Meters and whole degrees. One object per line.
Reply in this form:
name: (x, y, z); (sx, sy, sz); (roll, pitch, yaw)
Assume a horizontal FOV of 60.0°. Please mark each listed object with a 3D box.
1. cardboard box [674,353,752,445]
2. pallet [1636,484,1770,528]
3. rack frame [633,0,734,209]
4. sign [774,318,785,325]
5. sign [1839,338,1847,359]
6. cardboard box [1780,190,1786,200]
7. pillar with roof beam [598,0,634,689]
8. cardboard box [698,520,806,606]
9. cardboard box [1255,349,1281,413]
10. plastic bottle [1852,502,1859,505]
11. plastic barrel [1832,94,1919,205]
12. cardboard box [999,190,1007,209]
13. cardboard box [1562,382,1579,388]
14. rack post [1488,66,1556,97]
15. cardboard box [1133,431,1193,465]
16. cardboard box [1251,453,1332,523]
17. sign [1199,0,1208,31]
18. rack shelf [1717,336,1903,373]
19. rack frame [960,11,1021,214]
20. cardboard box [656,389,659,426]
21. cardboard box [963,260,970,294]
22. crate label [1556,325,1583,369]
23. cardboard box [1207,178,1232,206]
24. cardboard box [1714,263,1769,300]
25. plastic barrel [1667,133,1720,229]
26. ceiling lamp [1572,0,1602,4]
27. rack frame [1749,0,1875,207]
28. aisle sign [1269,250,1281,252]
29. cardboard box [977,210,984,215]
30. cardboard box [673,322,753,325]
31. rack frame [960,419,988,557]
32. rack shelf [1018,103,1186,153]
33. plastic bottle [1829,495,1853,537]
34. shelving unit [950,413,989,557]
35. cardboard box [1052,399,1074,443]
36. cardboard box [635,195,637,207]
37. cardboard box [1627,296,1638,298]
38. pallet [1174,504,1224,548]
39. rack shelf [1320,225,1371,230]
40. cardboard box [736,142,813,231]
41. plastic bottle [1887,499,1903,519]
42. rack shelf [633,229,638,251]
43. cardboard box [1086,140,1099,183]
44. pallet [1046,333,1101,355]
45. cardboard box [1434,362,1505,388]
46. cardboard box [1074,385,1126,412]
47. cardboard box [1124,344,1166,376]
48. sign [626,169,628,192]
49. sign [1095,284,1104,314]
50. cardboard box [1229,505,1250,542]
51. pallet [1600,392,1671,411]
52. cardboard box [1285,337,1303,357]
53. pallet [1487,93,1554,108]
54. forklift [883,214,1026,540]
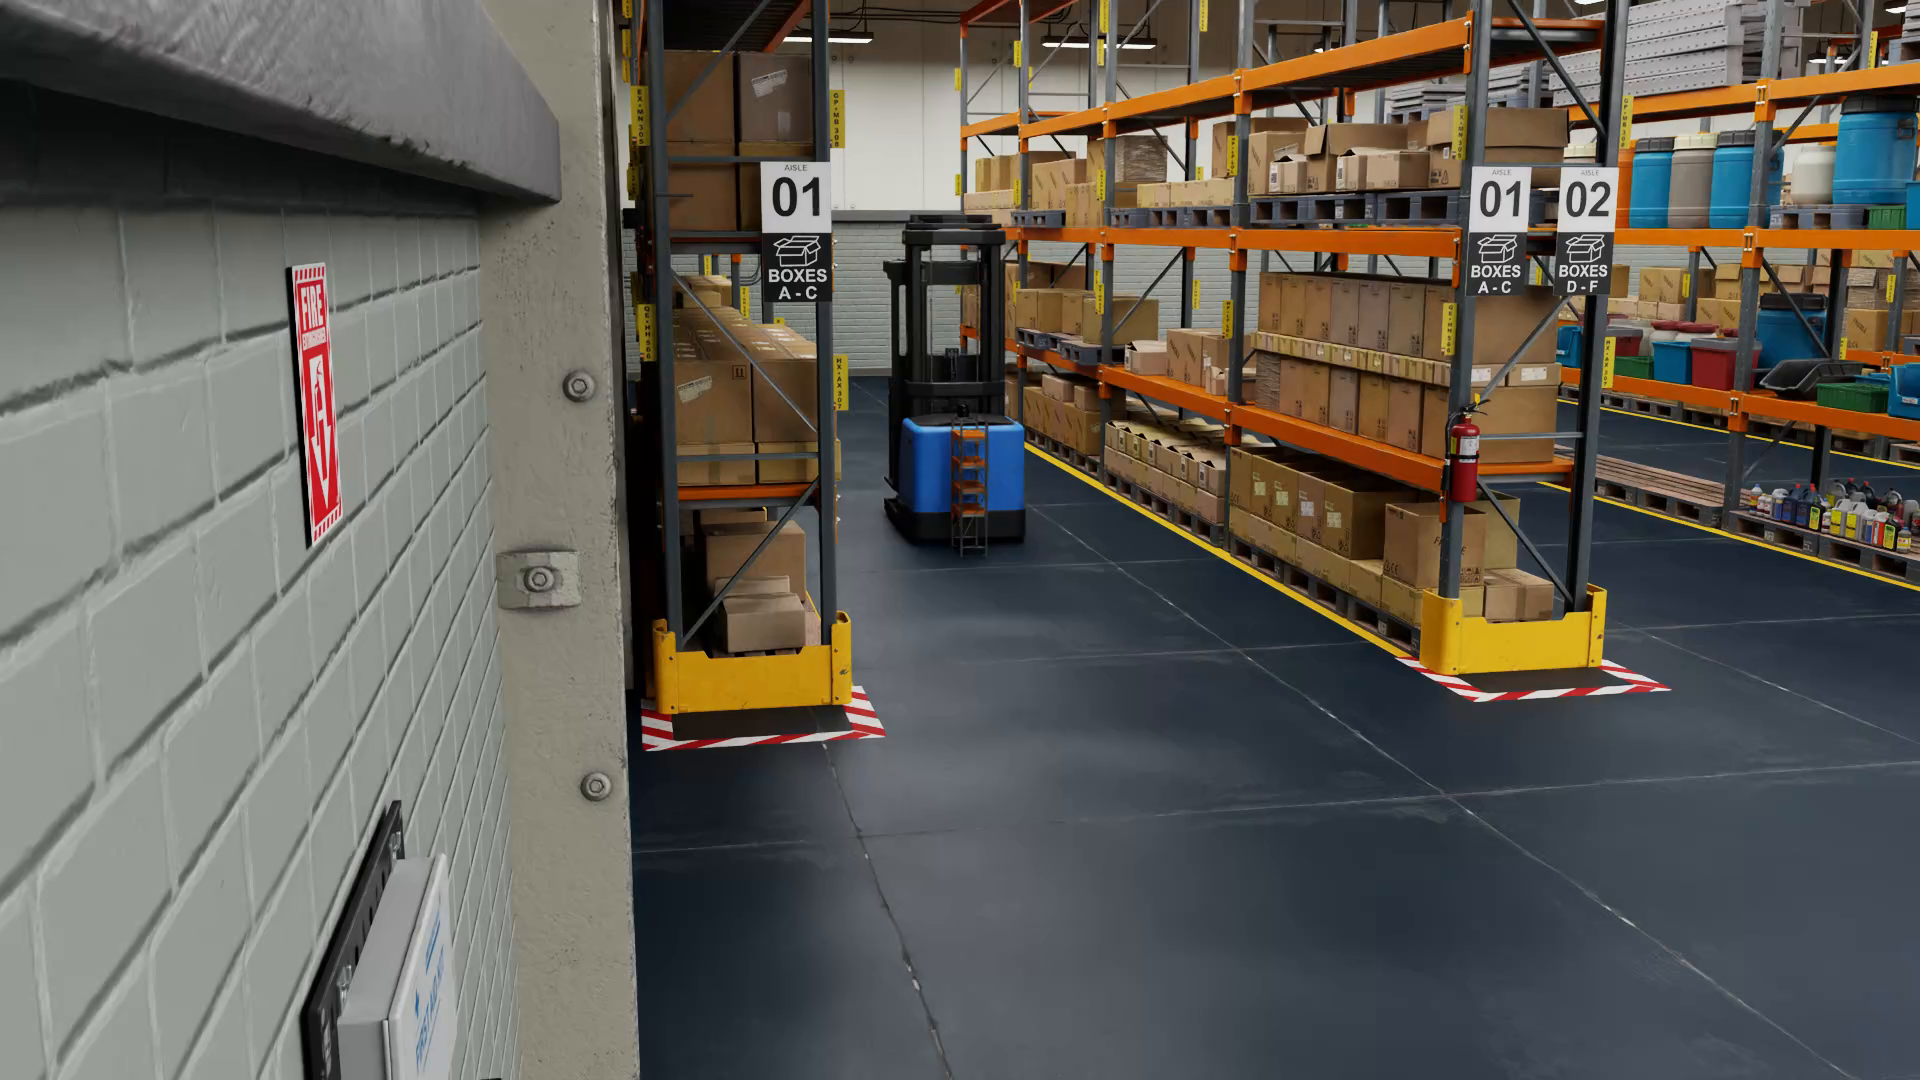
cardboard box: (-1.539, -0.863, 10.101); (0.500, 0.500, 0.500); (-2, 11, -12)
pallet: (7.510, -0.346, 16.503); (1.003, 0.211, 1.213); (-2, 11, -11)
rack frame: (-2.795, -4.894, 16.894); (1.000, 3.000, 0.127); (-2, 11, -11)
sign: (-1.486, -1.659, 13.630); (0.100, 0.325, 0.005); (-2, 11, -11)
sign: (8.243, -1.727, 15.562); (0.100, 0.325, 0.005); (-2, 11, -11)
cardboard box: (11.128, -4.652, 22.762); (0.500, 0.311, 0.500); (-3, 11, -13)
pillar with roof beam: (1.999, -3.680, 10.517); (9.100, 9.000, 0.400); (-2, 11, -11)
cardboard box: (-1.490, 0.161, 11.888); (0.700, 0.500, 0.500); (-3, 11, -15)
cardboard box: (2.934, -1.362, 14.114); (0.700, 0.500, 0.500); (-2, 11, -12)
plastic bottle: (7.711, -0.186, 14.310); (0.152, 0.276, 0.135); (-2, 11, -11)
plastic barrel: (7.789, -3.313, 14.147); (0.600, 0.901, 0.708); (-2, 11, -11)
cardboard box: (0.831, -4.678, 22.845); (0.500, 0.250, 0.500); (-2, 11, -11)
cardboard box: (10.428, -3.002, 27.561); (0.875, 0.875, 0.875); (-2, 11, -11)
rack post: (6.742, -5.348, 19.484); (0.954, 0.300, 0.937); (-2, 11, -11)
cardboard box: (2.085, -0.962, 17.013); (0.500, 0.311, 0.500); (-2, 11, -13)
cardboard box: (2.729, -0.430, 13.711); (0.500, 0.500, 0.500); (-2, 11, -11)
sign: (2.607, -5.632, 17.851); (0.100, 0.325, 0.005); (-2, 11, -11)
rack shelf: (11.392, -2.500, 22.288); (1.077, 0.370, 4.000); (-2, 11, -11)
rack frame: (0.507, -6.542, 25.553); (1.000, 3.000, 0.127); (-2, 11, -11)
cardboard box: (-2.136, -1.055, 13.118); (0.500, 0.250, 0.500); (-2, 11, -10)
cardboard box: (0.335, -4.044, 25.533); (0.500, 0.500, 0.500); (-2, 11, -9)
crate label: (6.851, -2.132, 18.335); (0.502, 0.435, 0.616); (-2, 11, -11)
cardboard box: (2.621, -3.214, 15.369); (0.500, 0.250, 0.500); (-3, 11, -17)
cardboard box: (11.136, -3.646, 23.431); (0.797, 0.503, 0.637); (-2, 11, -12)
plastic barrel: (7.262, -3.498, 16.244); (0.600, 0.901, 0.600); (0, 11, 0)
ceiling lamp: (9.053, -8.804, 21.826); (0.800, 3.185, 2.000); (-2, 11, -11)
rack frame: (7.701, -4.520, 14.932); (1.000, 3.000, 0.127); (-2, 11, -11)
aisle sign: (5.062, -5.054, 26.826); (0.394, 0.787, 0.004); (-2, 11, -11)
cardboard box: (0.541, -4.707, 24.338); (0.500, 0.250, 0.500); (-2, 11, -11)
cardboard box: (-2.083, -1.573, 14.047); (0.700, 0.500, 0.500); (-2, 11, -11)
rack frame: (0.121, -0.443, 14.370); (0.240, 1.200, 0.015); (-2, 11, -9)
rack shelf: (1.674, -4.891, 19.876); (1.077, 0.370, 4.000); (-2, 11, -11)
plastic bottle: (7.570, -0.212, 14.251); (0.144, 0.351, 0.185); (-2, 11, -11)
shelving unit: (0.081, -0.488, 14.607); (0.258, 1.200, 0.503); (-2, 11, -9)
cardboard box: (1.443, -1.469, 20.457); (0.500, 0.500, 0.500); (-3, 11, -13)
cardboard box: (-4.056, -4.549, 22.114); (0.500, 0.250, 0.500); (-2, 11, -9)
cardboard box: (10.777, -3.761, 26.593); (0.500, 0.250, 0.500); (-3, 11, -13)
pallet: (2.660, -0.158, 15.513); (1.003, 0.211, 1.213); (-2, 11, -11)
rack shelf: (5.756, -4.527, 24.916); (1.077, 0.370, 4.000); (-2, 11, -11)
cardboard box: (-1.059, -2.082, 9.824); (0.500, 0.500, 0.500); (-2, 11, -10)
plastic bottle: (8.132, -0.219, 14.466); (0.061, 0.283, 0.133); (-2, 11, -11)
rack shelf: (-3.962, -4.167, 23.023); (1.077, 0.370, 4.000); (-2, 11, -11)
cardboard box: (1.786, -4.409, 19.426); (0.500, 0.500, 0.500); (-2, 11, -11)
pallet: (1.681, -2.390, 20.296); (1.003, 0.211, 1.213); (-2, 11, -11)
cardboard box: (3.358, -1.091, 10.958); (0.380, 0.149, 0.250); (-2, 11, -12)
cardboard box: (1.636, -1.657, 19.437); (0.500, 0.250, 0.500); (-2, 11, -9)
cardboard box: (2.047, -1.912, 17.514); (0.500, 0.311, 0.500); (-2, 11, -12)
sign: (-4.896, -5.337, 24.694); (0.100, 0.325, 0.005); (-2, 11, -11)
sign: (1.533, -2.636, 18.191); (0.100, 0.325, 0.005); (-2, 11, -11)
cardboard box: (2.634, -0.153, 14.263); (0.500, 0.250, 0.500); (-2, 11, -11)
pallet: (10.691, -2.217, 26.335); (1.003, 0.211, 1.213); (-2, 11, -11)
cardboard box: (2.857, -1.564, 13.442); (0.380, 0.149, 0.250); (-2, 11, -12)
pallet: (6.813, -5.098, 19.543); (1.213, 0.211, 1.003); (-2, 11, -11)
forklift: (-0.151, -1.669, 16.180); (1.130, 2.935, 3.031); (-2, 11, -9)
